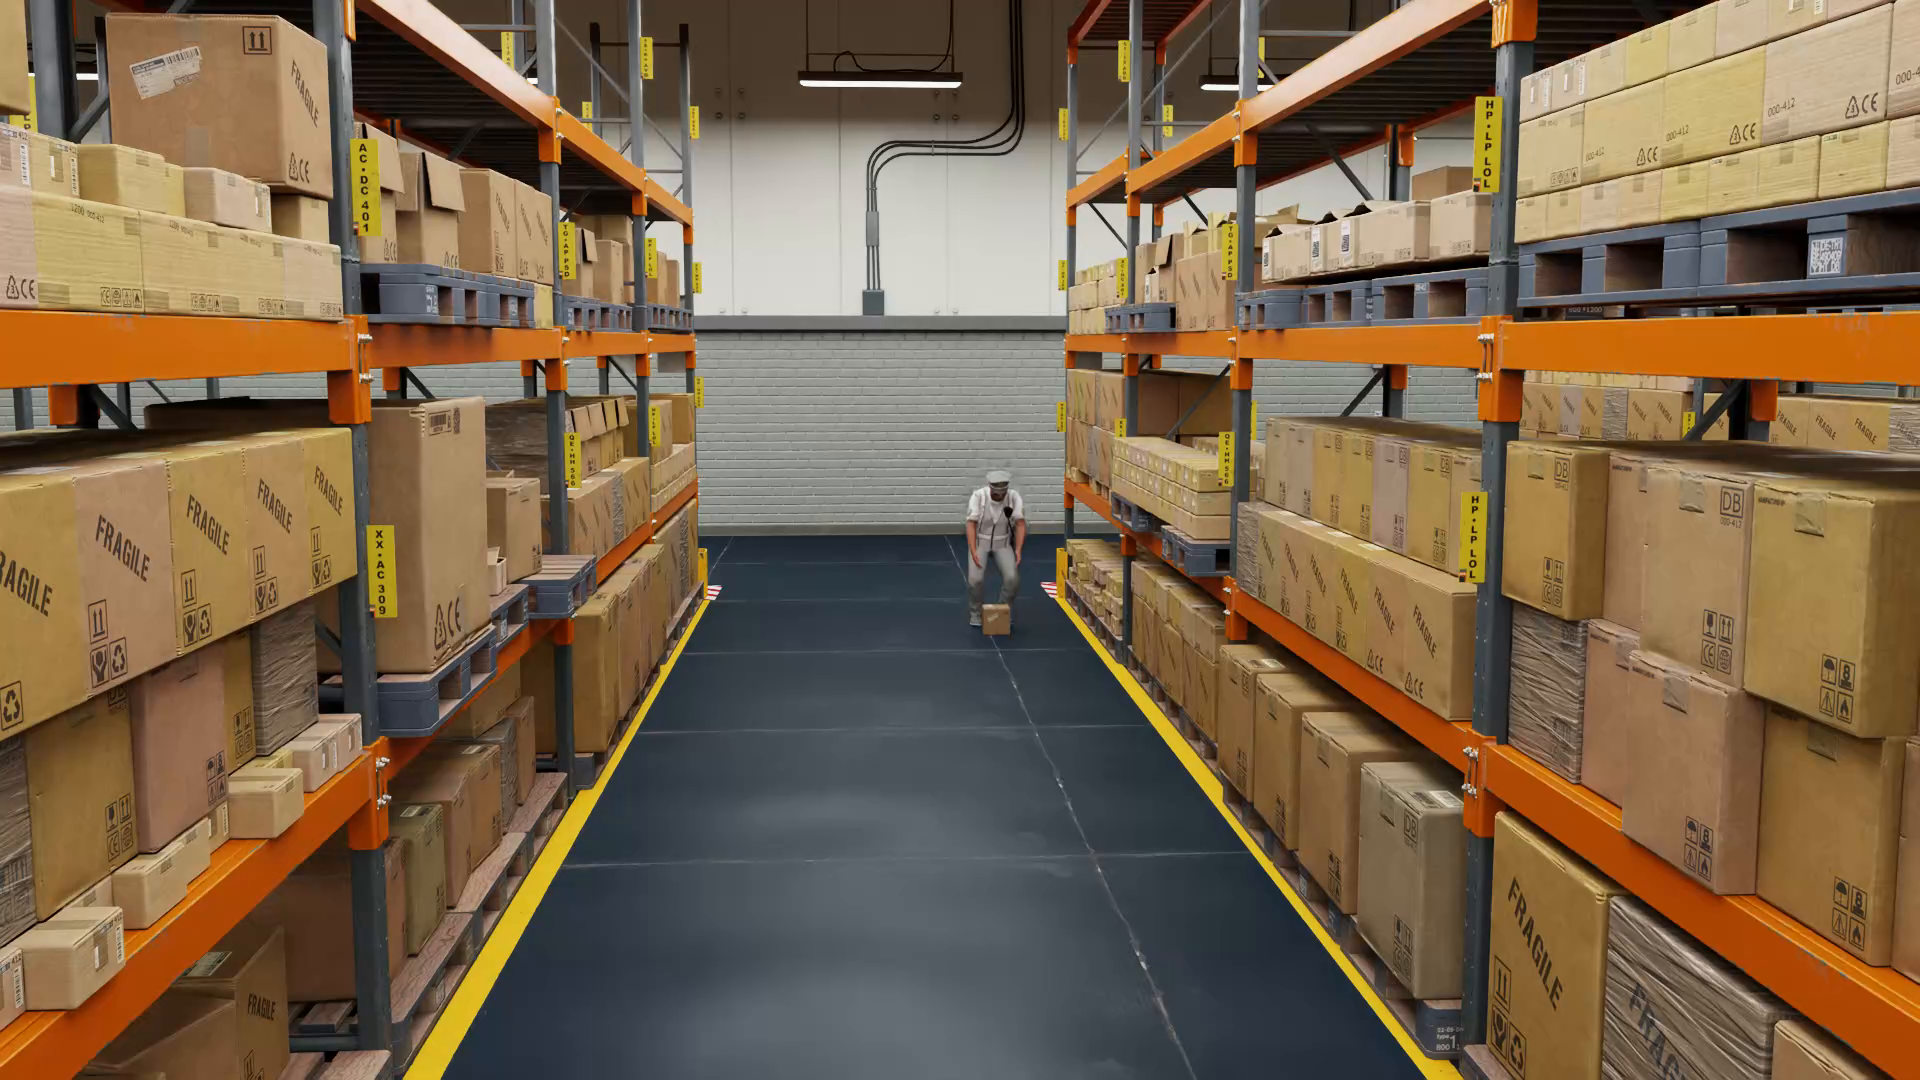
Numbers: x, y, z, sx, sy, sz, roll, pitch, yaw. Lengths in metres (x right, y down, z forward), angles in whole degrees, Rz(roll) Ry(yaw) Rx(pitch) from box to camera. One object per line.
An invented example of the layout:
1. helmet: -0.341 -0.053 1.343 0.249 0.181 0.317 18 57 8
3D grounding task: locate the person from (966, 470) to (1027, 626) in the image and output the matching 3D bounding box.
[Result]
1. person: 0.346 0.074 16.105 0.587 1.523 0.729 -1 7 -4
